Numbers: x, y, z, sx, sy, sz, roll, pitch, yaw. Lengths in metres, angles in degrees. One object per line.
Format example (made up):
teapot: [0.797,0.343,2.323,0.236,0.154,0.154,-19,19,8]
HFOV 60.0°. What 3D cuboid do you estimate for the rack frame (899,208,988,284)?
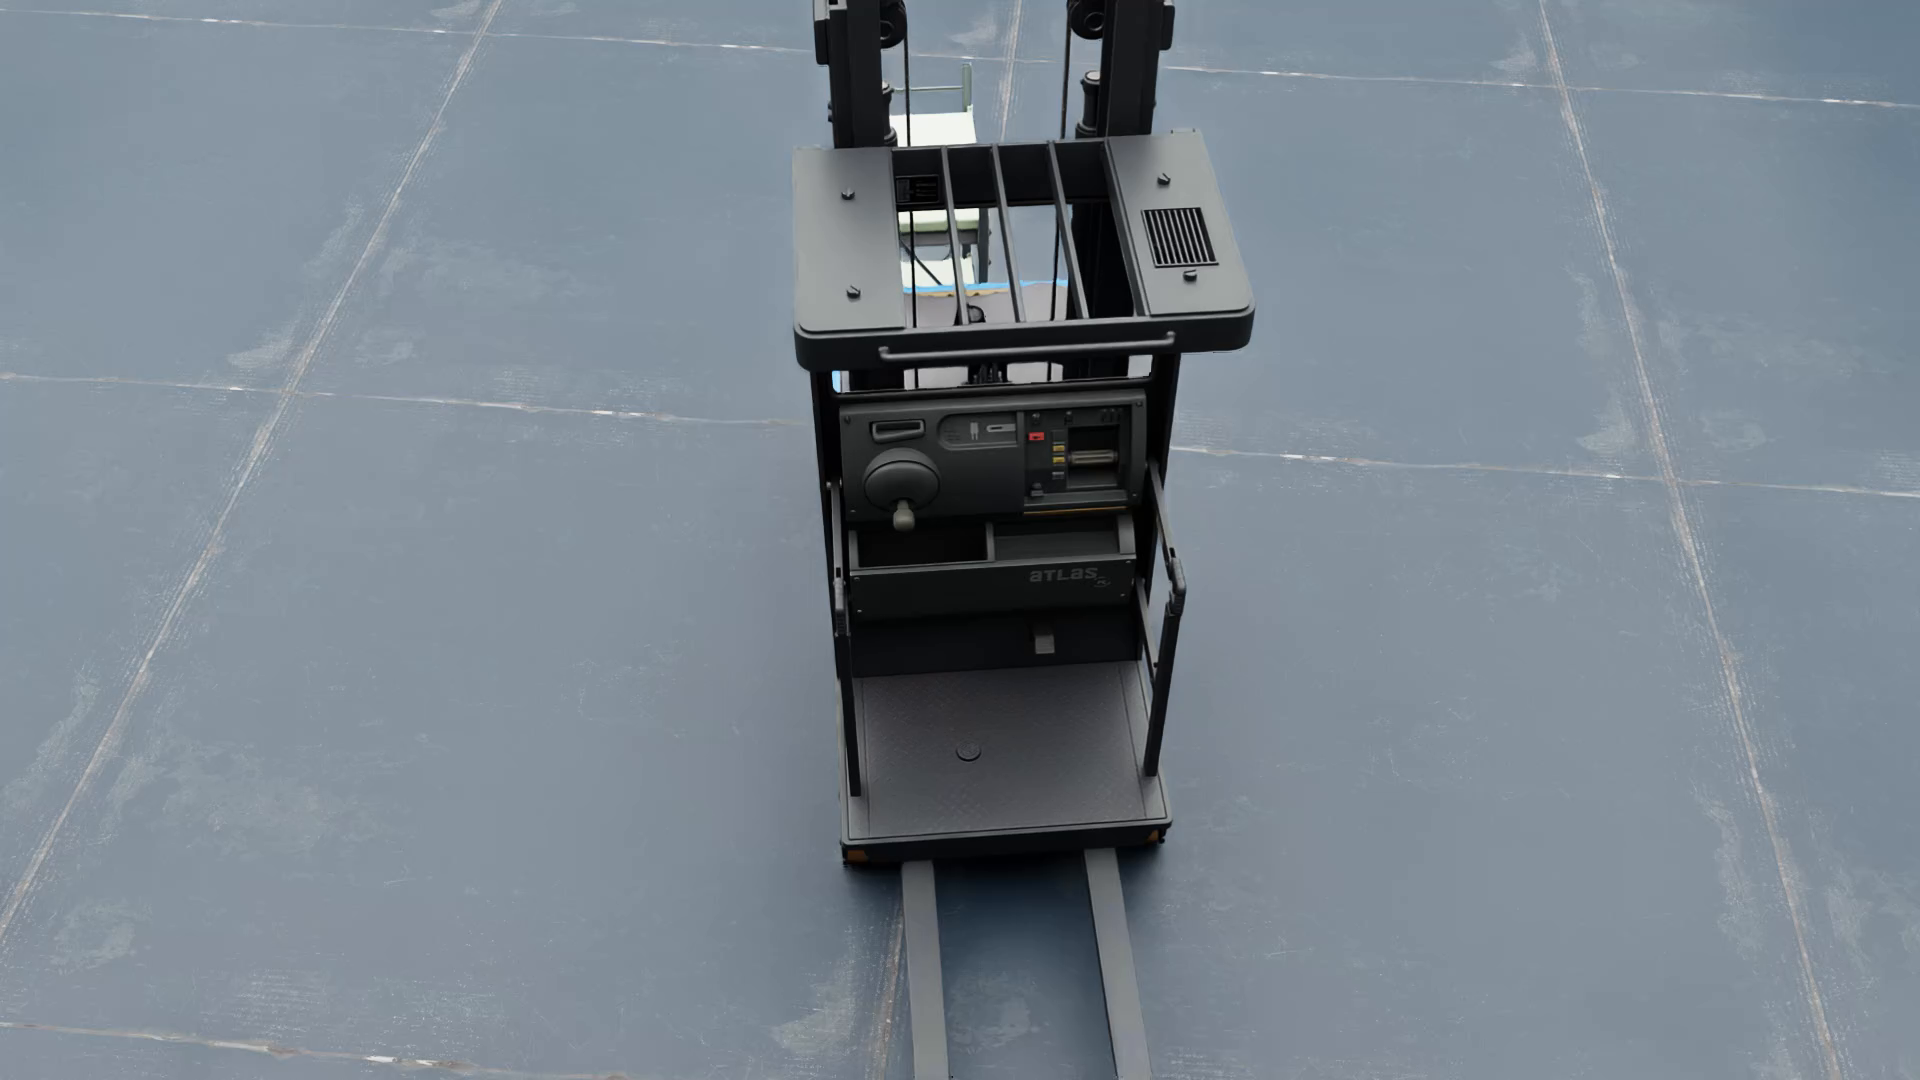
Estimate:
rack frame: [-0.098,-0.783,6.476,0.400,1.500,0.023,-3,48,-3]

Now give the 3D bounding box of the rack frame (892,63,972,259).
rack frame: [-0.155,-1.321,6.968,0.400,1.500,0.023,-3,48,-3]

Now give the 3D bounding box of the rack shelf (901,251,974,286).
rack shelf: [-0.126,-0.832,6.962,0.431,0.370,0.720,-3,48,-3]

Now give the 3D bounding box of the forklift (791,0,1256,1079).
forklift: [0.123,-0.141,4.919,1.130,2.935,3.031,-3,48,-3]

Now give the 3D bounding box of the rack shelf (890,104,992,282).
rack shelf: [-0.126,-1.316,6.434,0.431,0.370,0.720,-3,48,-3]

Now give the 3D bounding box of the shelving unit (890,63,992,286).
shelving unit: [-0.126,-1.052,6.722,0.431,1.500,0.755,-3,48,-3]
